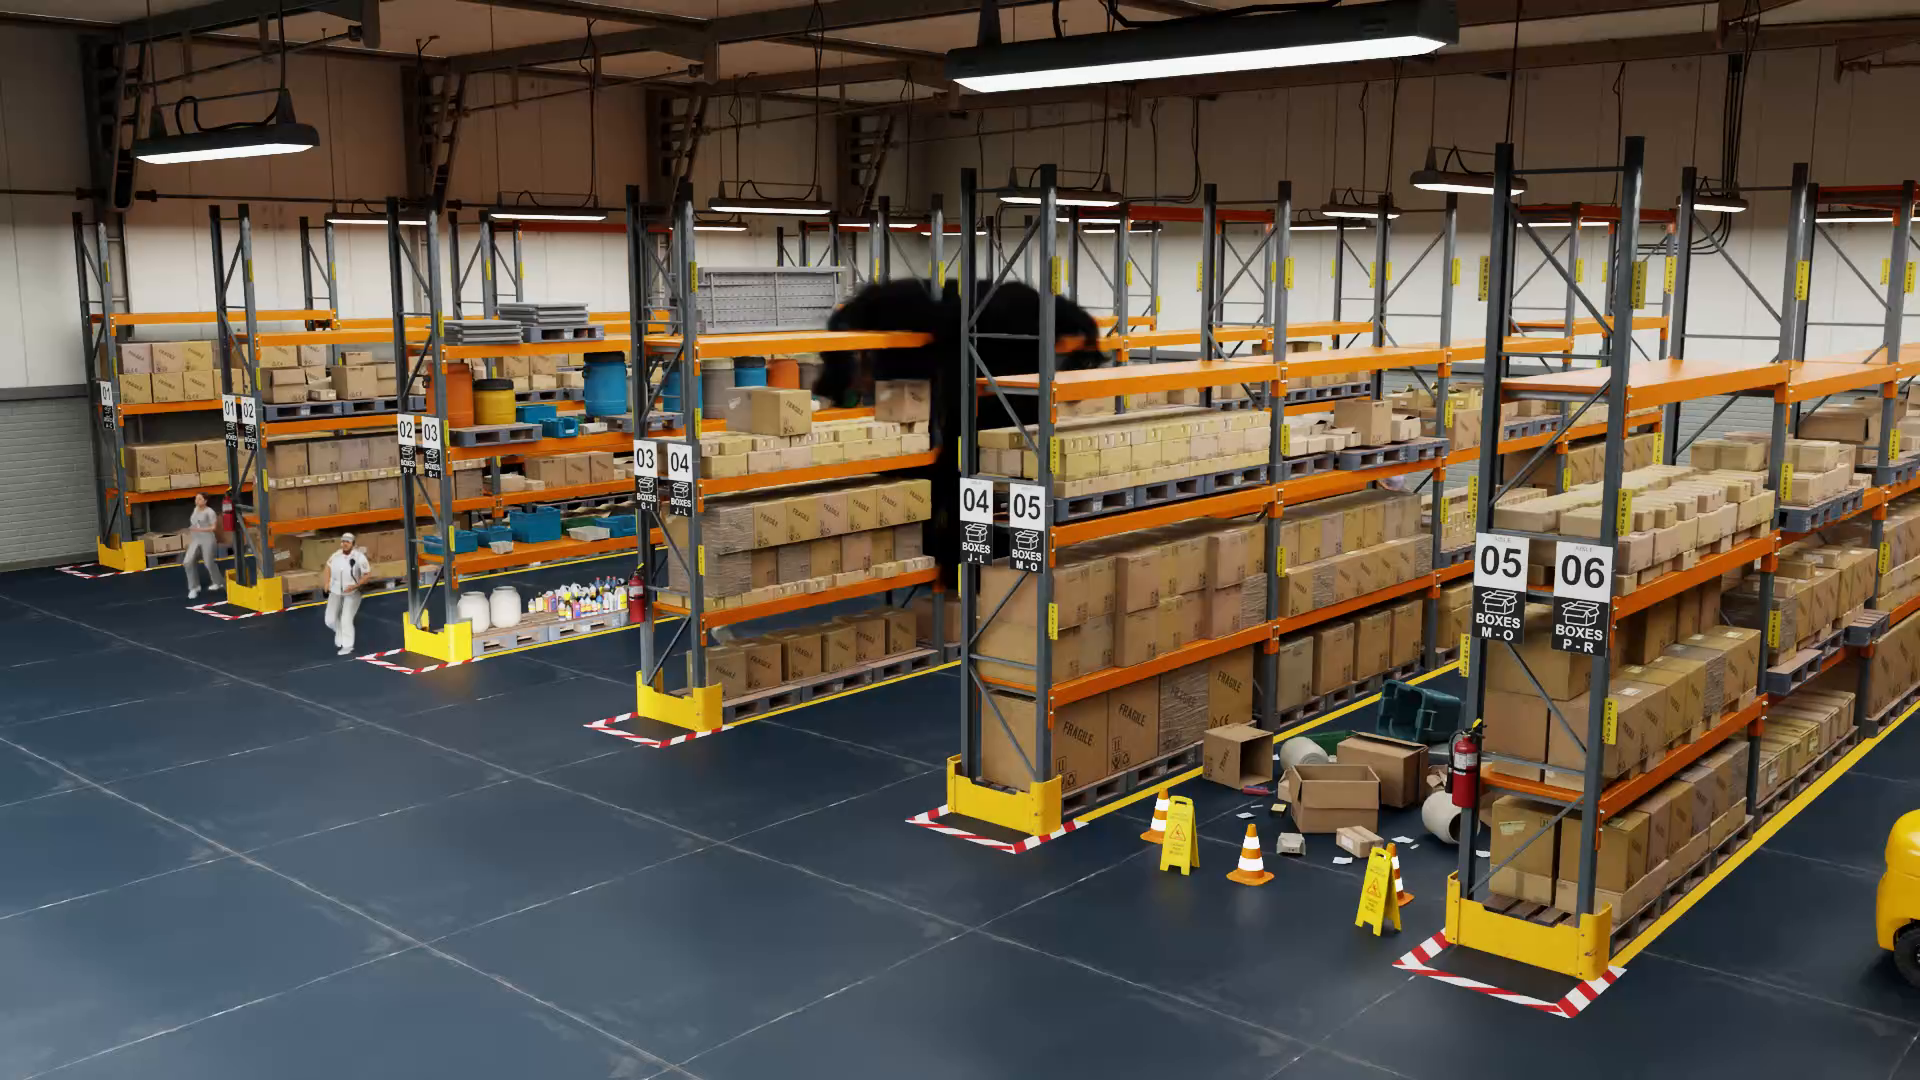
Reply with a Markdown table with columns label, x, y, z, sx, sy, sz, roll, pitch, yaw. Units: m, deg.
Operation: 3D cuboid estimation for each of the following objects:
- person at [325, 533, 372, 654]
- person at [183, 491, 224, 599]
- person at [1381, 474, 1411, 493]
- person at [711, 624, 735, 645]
| label | x | y | z | sx | sy | sz | roll | pitch | yaw |
| --- | --- | --- | --- | --- | --- | --- | --- | --- | --- |
| person | -8.173 | 0.712 | 22.199 | 0.661 | 1.627 | 0.510 | 0 | 9 | 0 |
| person | -11.780 | 0.062 | 26.008 | 0.555 | 1.706 | 0.707 | 3 | 10 | 17 |
| person | 8.127 | -0.792 | 31.154 | 0.666 | 1.612 | 0.667 | -7 | 12 | -36 |
| person | -3.017 | 0.814 | 21.095 | 0.681 | 1.765 | 0.721 | 9 | 13 | 42 |
